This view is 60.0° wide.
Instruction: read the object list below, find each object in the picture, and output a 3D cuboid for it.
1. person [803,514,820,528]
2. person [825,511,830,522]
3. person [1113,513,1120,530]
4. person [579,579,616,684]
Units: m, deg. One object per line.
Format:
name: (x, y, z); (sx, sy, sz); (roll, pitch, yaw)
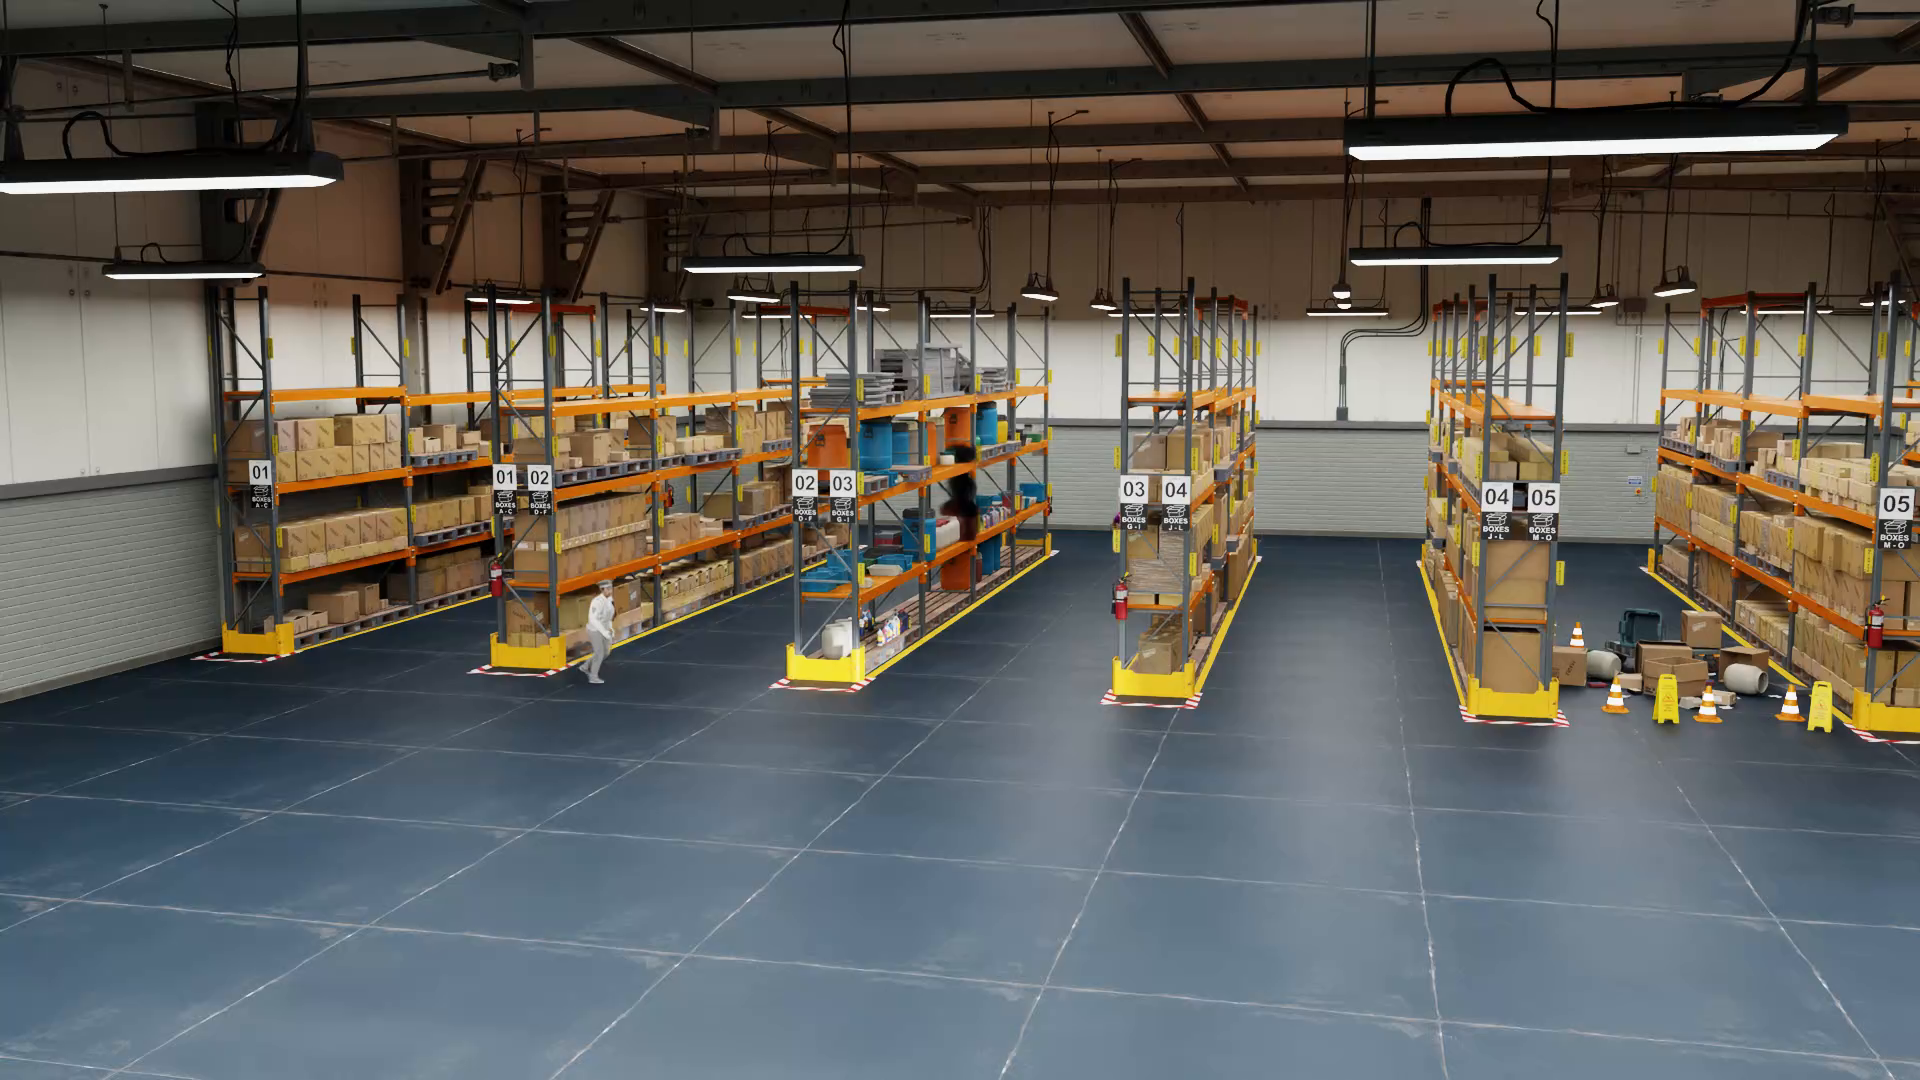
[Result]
person: (-4.153, -1.011, 45.169); (0.781, 1.691, 0.572); (6, 9, 41)
person: (-3.359, -0.723, 43.339); (0.539, 1.519, 0.611); (6, 9, 44)
person: (3.408, 0.059, 33.304); (0.676, 1.696, 0.715); (0, 7, 1)
person: (-5.438, 1.358, 24.843); (0.686, 1.601, 0.576); (2, 7, 20)
